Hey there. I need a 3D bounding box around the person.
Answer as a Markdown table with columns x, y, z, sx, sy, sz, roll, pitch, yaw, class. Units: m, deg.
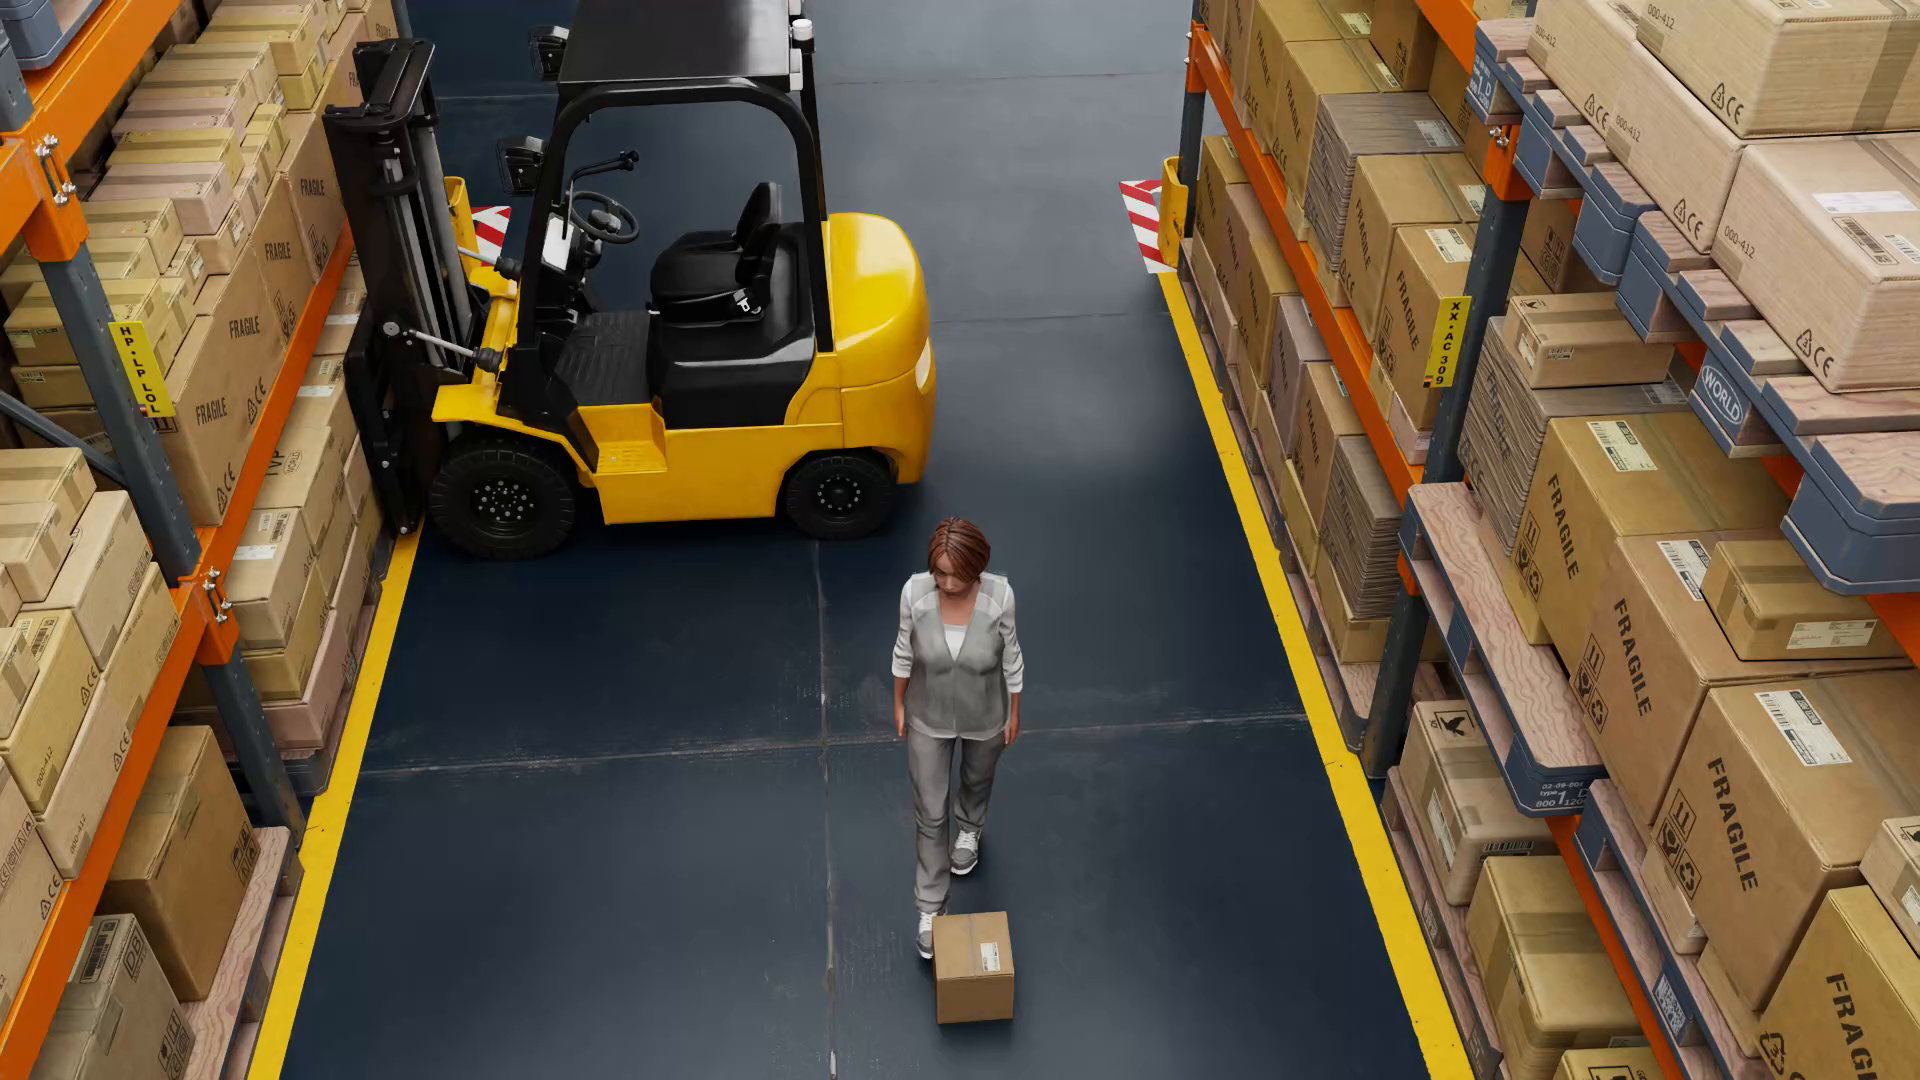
| x | y | z | sx | sy | sz | roll | pitch | yaw | class |
| --- | --- | --- | --- | --- | --- | --- | --- | --- | --- |
| -0.008 | 0.639 | 5.395 | 0.430 | 1.574 | 0.685 | 0 | 40 | 0 | person |
